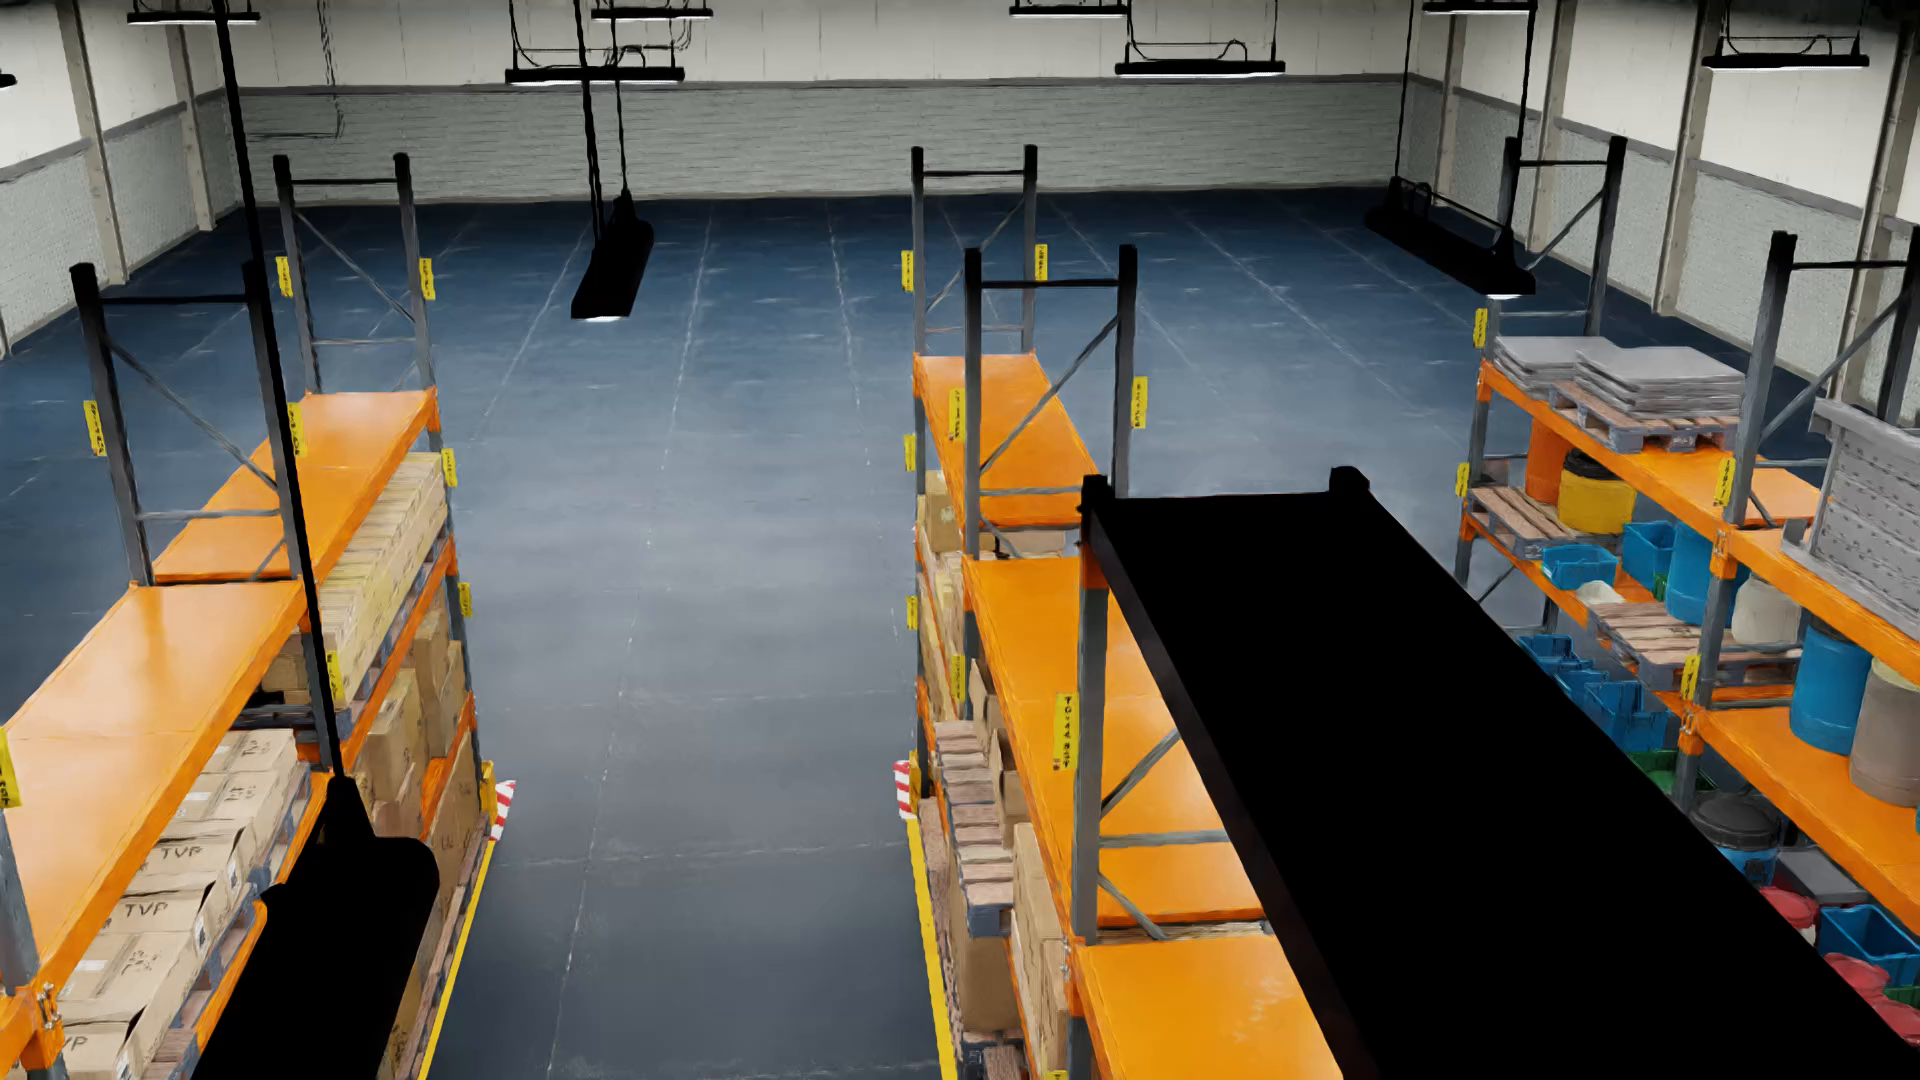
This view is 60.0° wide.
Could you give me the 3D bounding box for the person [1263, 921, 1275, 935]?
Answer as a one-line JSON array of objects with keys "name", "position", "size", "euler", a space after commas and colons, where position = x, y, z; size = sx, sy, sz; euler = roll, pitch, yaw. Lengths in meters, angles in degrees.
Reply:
[{"name": "person", "position": [2.258, 2.677, 12.691], "size": [0.495, 1.609, 0.953], "euler": [6, 22, 14]}]
